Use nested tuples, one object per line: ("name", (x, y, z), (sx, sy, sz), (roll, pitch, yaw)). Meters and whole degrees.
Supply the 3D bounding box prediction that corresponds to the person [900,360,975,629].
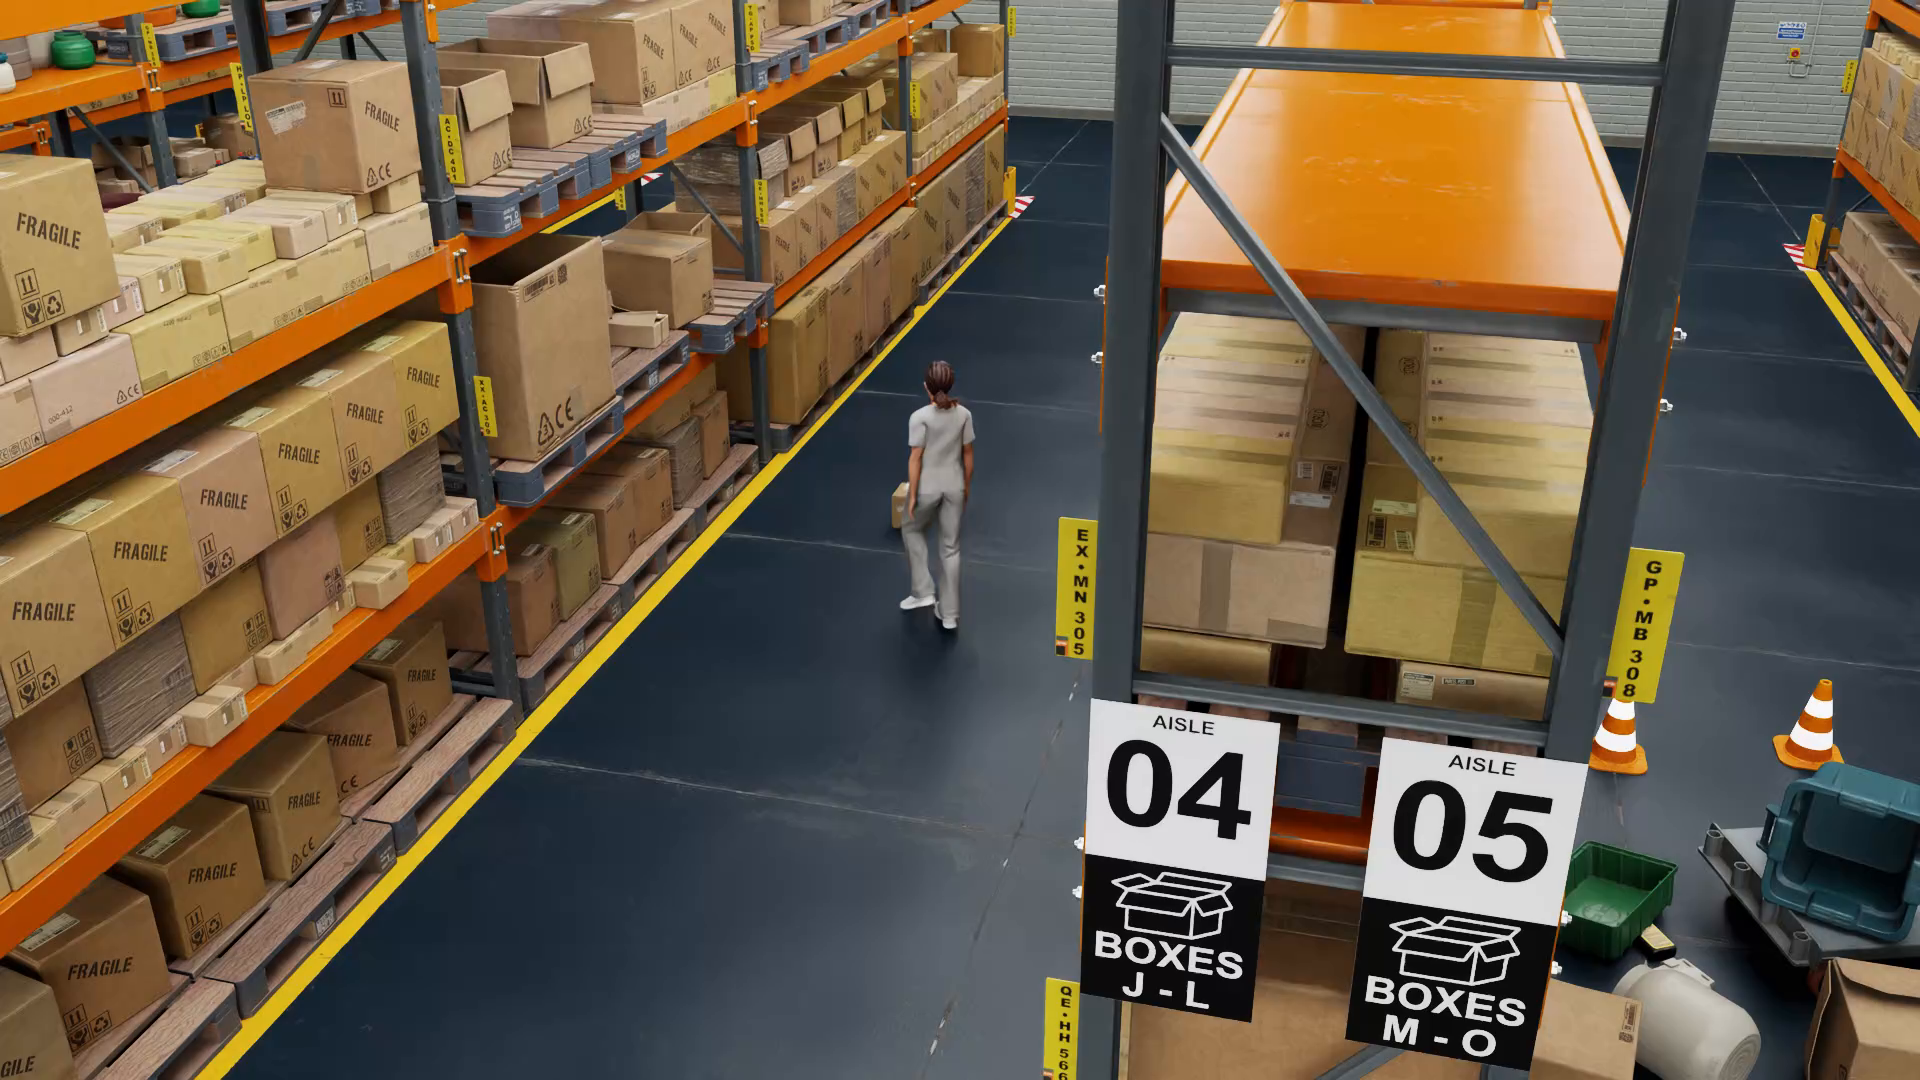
("person", (-0.115, -0.272, 10.271), (0.472, 1.676, 0.537), (-8, 27, -16))
